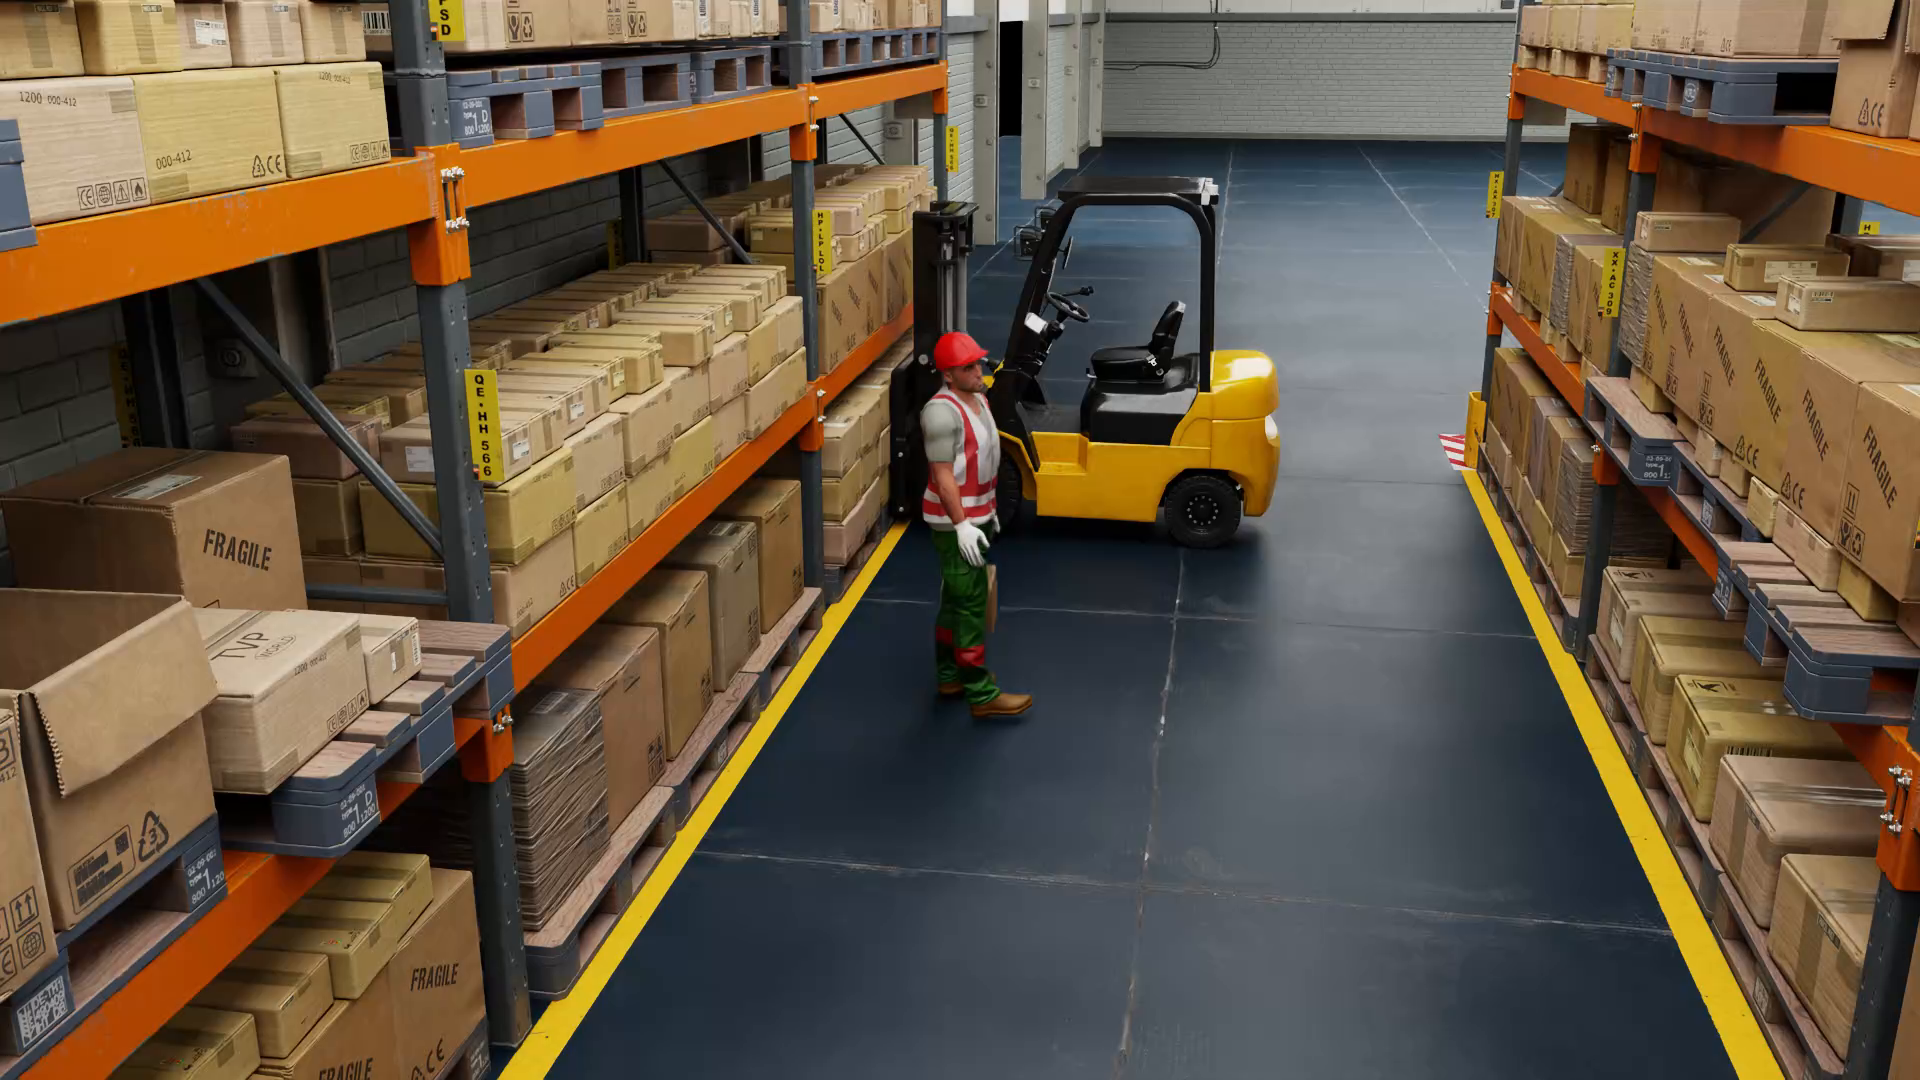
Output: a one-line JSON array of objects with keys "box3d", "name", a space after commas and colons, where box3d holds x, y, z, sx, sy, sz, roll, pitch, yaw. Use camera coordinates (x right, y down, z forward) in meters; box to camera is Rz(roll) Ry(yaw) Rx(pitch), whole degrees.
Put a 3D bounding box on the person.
[{"box3d": [0.108, -0.071, 7.648, 0.531, 1.791, 0.582, 5, 18, 17], "name": "person"}]
